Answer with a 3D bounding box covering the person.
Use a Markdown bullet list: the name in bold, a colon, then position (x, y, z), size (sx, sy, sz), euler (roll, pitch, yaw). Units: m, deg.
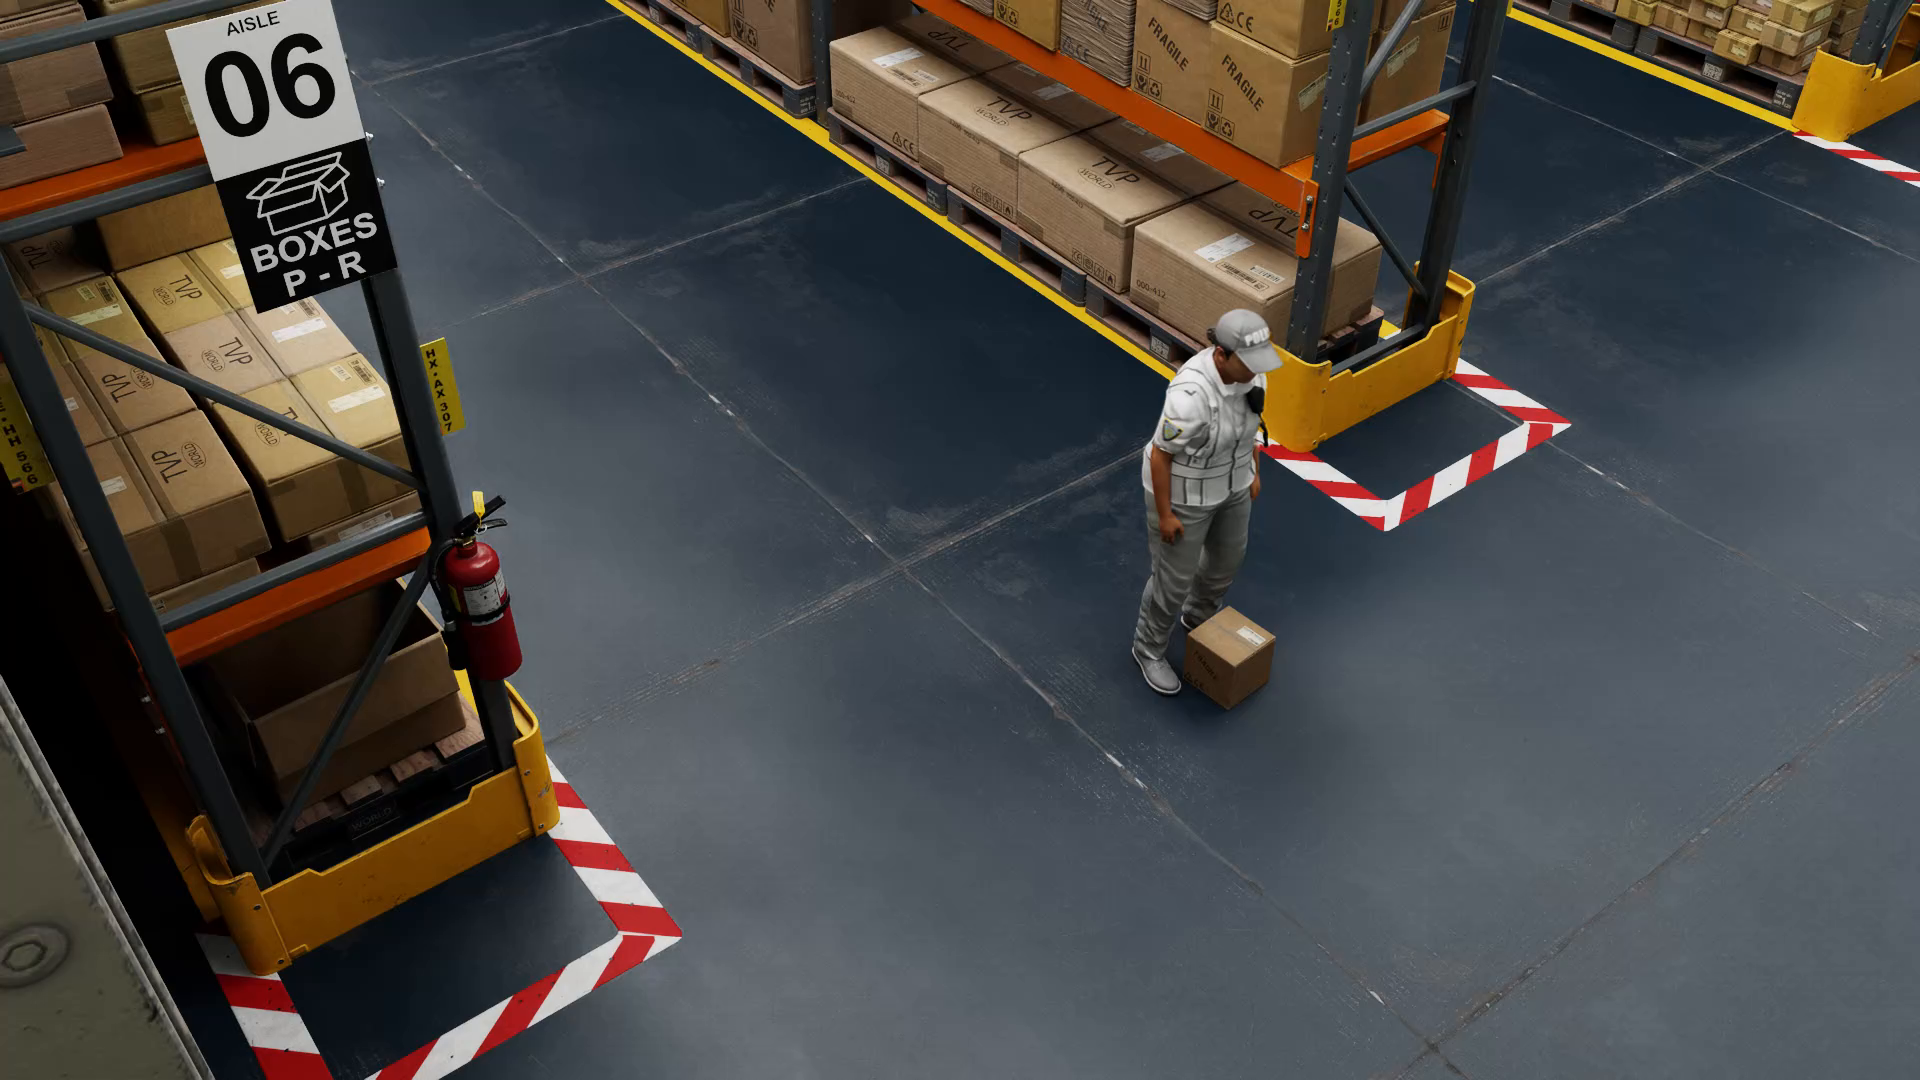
- **person**: position (0.941, -0.175, 6.356), size (0.539, 1.667, 0.466), euler (-26, 47, -27)
